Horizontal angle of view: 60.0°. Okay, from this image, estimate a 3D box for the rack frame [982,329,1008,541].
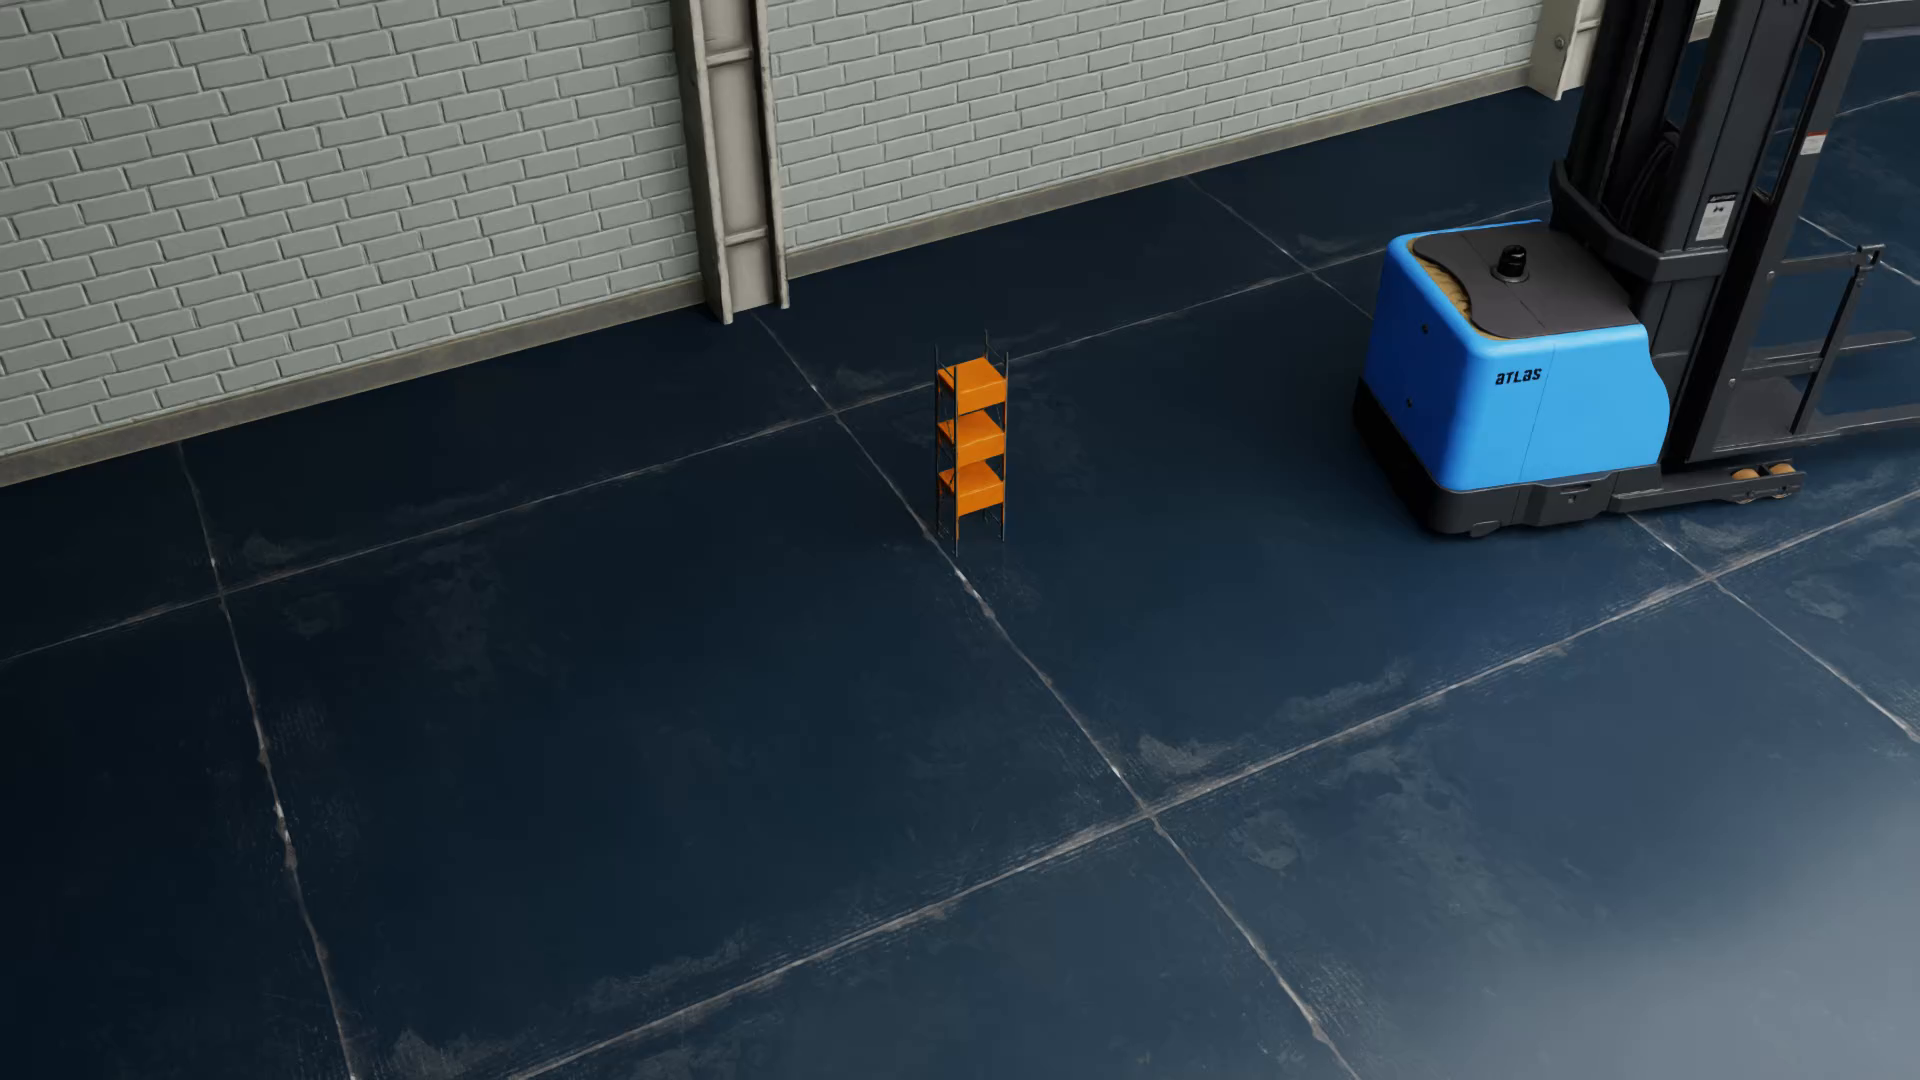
[{"bbox_3d":[0.156,-0.453,7.462,0.008,1.050,0.200,-19,44,-21],"label":"rack frame"}]

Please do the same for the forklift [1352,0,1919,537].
[{"bbox_3d":[3.547,-1.619,7.384,3.031,2.935,1.130,-8,41,-9],"label":"forklift"}]

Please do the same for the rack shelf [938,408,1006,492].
[{"bbox_3d":[0.047,-0.409,7.425,0.240,0.259,0.215,-19,44,-21],"label":"rack shelf"}]

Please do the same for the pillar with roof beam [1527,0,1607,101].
[{"bbox_3d":[6.118,-4.087,5.602,0.400,9.000,9.100,-19,44,-21],"label":"pillar with roof beam"}]

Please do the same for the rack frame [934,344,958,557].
[{"bbox_3d":[-0.061,-0.380,7.376,0.008,1.050,0.200,-19,44,-21],"label":"rack frame"}]

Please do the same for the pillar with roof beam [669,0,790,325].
[{"bbox_3d":[0.796,-2.296,3.486,0.400,9.000,9.100,-19,44,-21],"label":"pillar with roof beam"}]

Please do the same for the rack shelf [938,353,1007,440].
[{"bbox_3d":[0.047,-0.625,7.242,0.240,0.259,0.215,-19,44,-21],"label":"rack shelf"}]

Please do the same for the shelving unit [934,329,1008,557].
[{"bbox_3d":[0.047,-0.417,7.419,0.252,1.050,0.215,-19,44,-21],"label":"shelving unit"}]

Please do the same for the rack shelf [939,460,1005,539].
[{"bbox_3d":[0.047,-0.196,7.605,0.240,0.259,0.215,-19,44,-21],"label":"rack shelf"}]
